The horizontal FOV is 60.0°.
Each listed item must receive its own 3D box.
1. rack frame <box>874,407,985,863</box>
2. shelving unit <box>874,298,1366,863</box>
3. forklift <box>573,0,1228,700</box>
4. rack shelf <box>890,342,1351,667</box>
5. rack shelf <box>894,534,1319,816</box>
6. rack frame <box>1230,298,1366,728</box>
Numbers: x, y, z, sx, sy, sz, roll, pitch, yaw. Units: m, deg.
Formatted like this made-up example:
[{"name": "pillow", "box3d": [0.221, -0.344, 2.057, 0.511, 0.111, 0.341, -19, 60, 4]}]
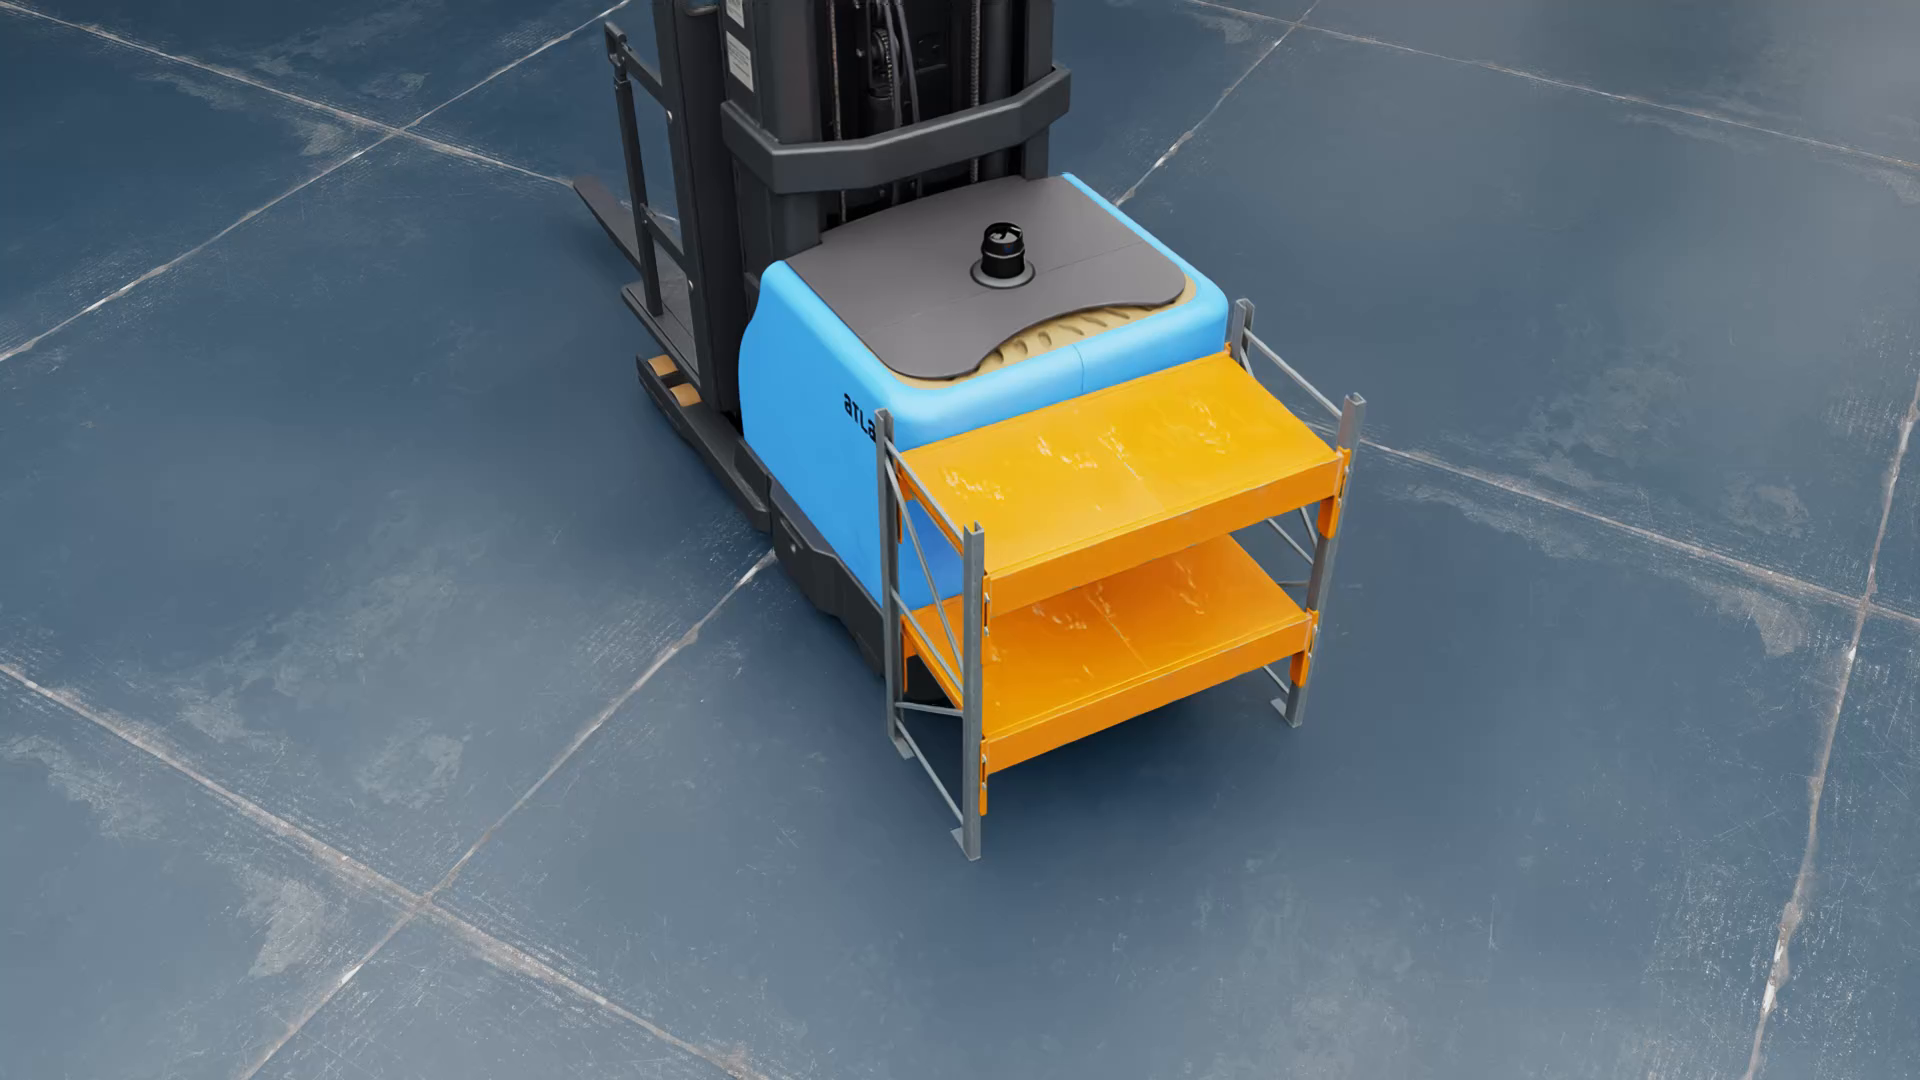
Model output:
[{"name": "rack frame", "box3d": [-0.074, 0.261, 4.103, 0.032, 1.125, 0.500, -19, 45, -20]}, {"name": "shelving unit", "box3d": [0.378, 0.107, 4.277, 1.048, 1.125, 0.538, -19, 45, -20]}, {"name": "forklift", "box3d": [-0.459, -1.609, 4.860, 1.130, 2.935, 3.031, -22, 46, -23]}, {"name": "rack shelf", "box3d": [0.378, -0.112, 4.084, 1.000, 0.278, 0.538, -19, 45, -20]}, {"name": "rack shelf", "box3d": [0.378, 0.291, 4.439, 1.000, 0.278, 0.538, -19, 45, -20]}, {"name": "rack frame", "box3d": [0.831, -0.046, 4.451, 0.032, 1.125, 0.500, -19, 45, -20]}]
